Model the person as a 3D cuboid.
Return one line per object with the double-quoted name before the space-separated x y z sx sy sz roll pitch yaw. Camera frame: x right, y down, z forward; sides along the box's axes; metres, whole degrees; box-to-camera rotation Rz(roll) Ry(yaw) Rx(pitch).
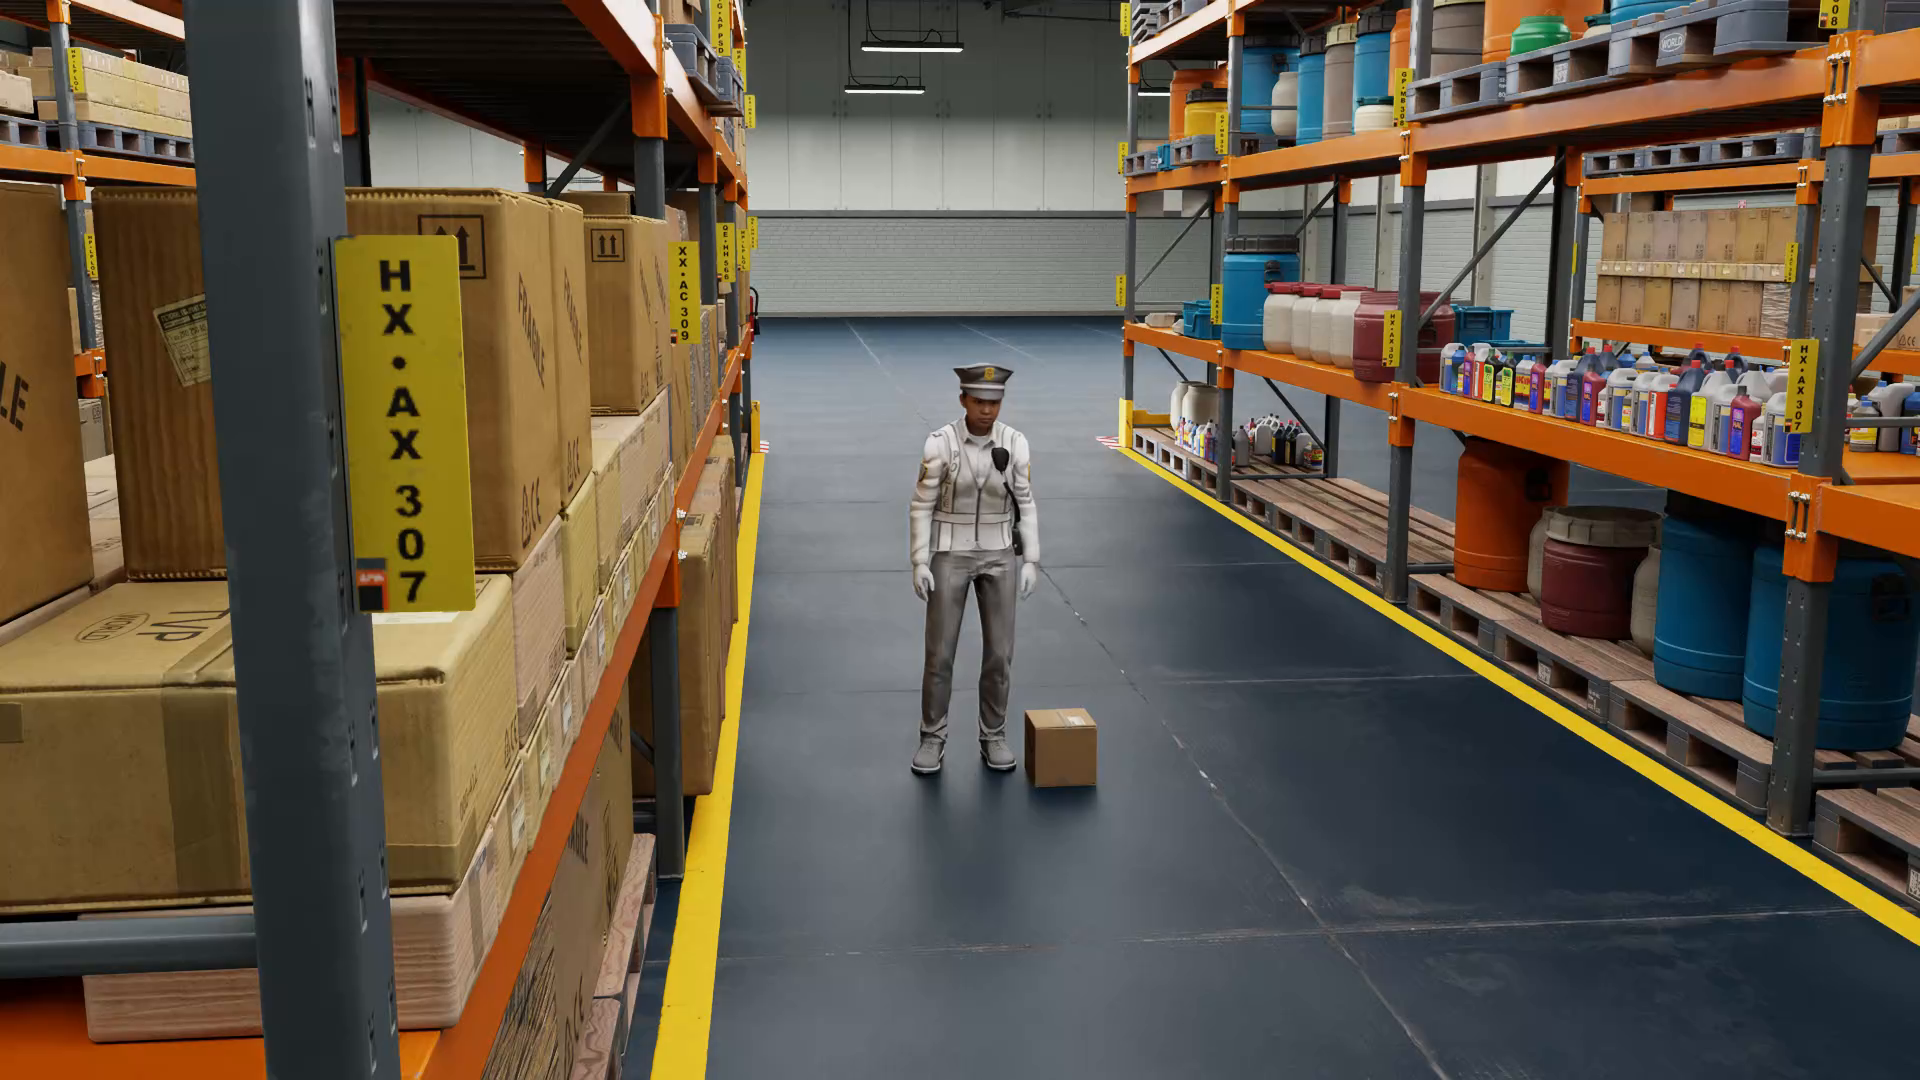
"person" 0.059 0.106 6.797 0.546 1.664 0.374 -1 10 -8
